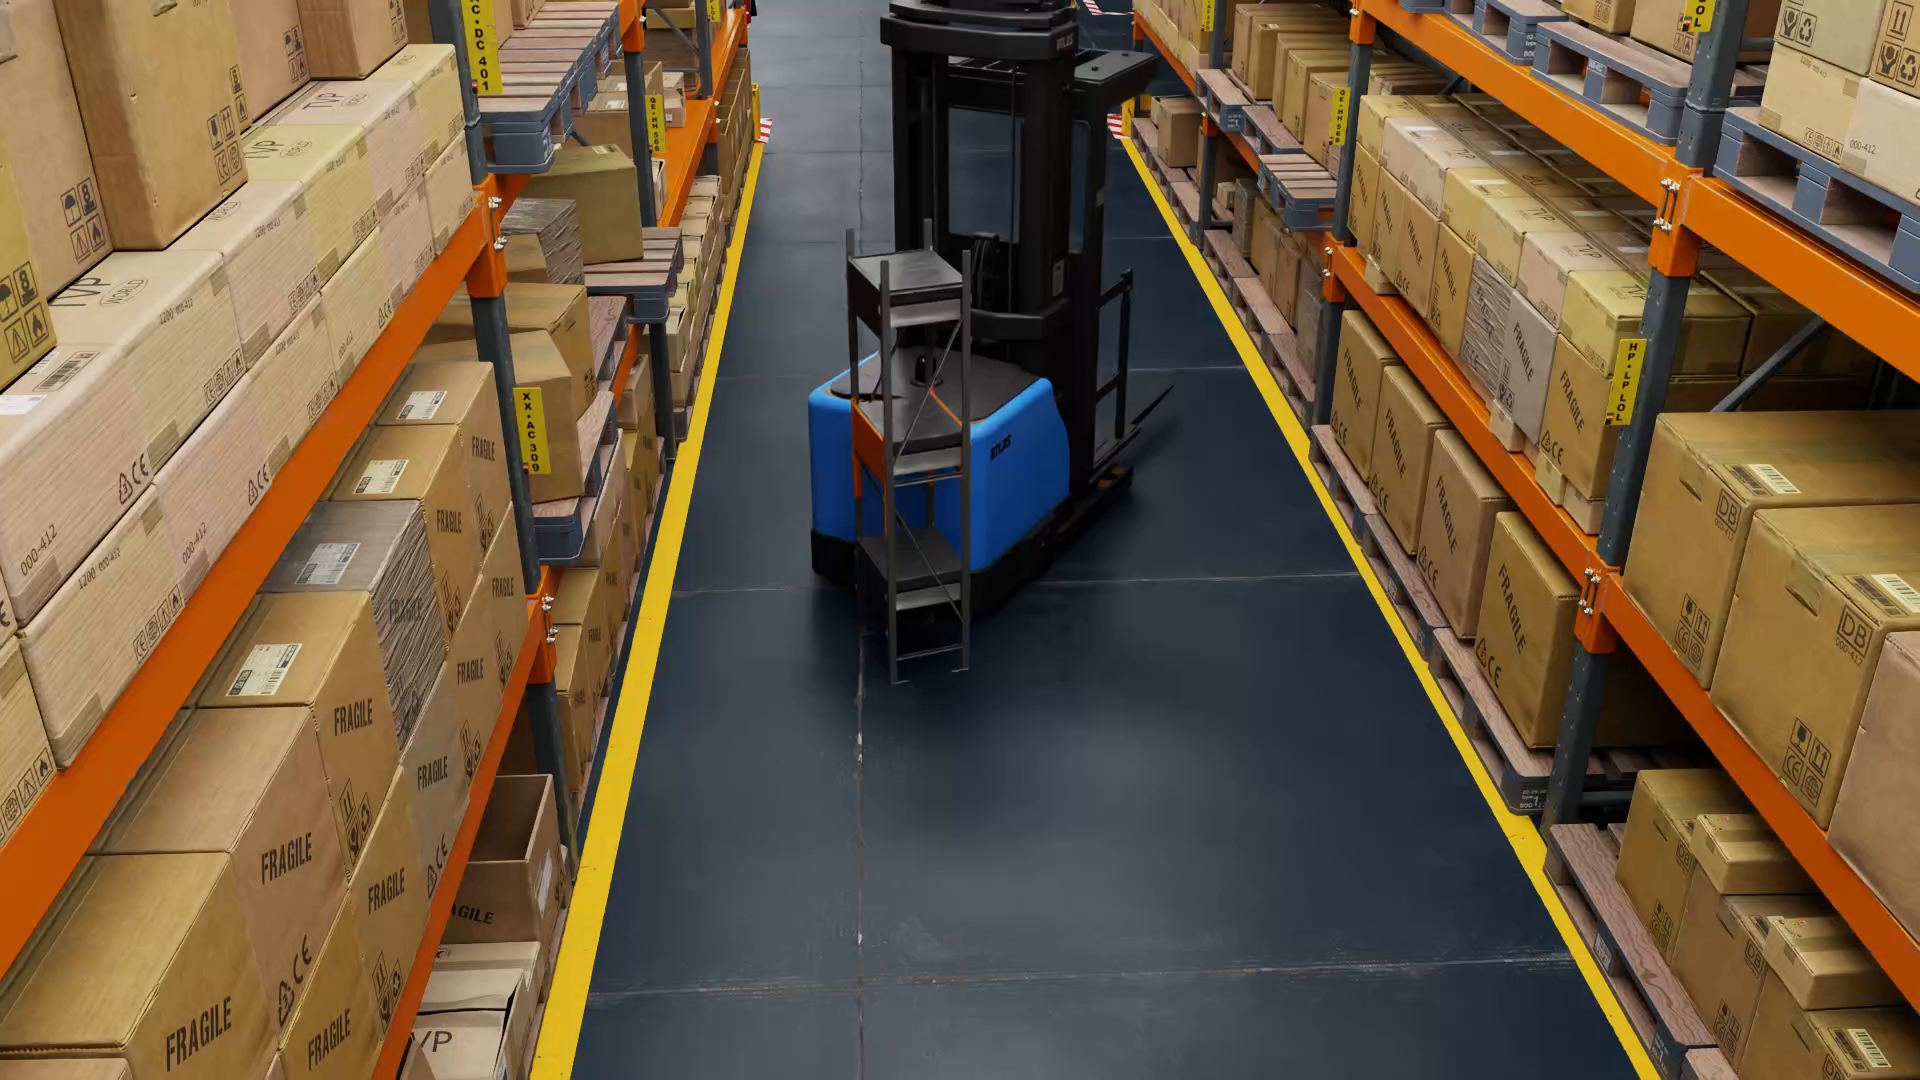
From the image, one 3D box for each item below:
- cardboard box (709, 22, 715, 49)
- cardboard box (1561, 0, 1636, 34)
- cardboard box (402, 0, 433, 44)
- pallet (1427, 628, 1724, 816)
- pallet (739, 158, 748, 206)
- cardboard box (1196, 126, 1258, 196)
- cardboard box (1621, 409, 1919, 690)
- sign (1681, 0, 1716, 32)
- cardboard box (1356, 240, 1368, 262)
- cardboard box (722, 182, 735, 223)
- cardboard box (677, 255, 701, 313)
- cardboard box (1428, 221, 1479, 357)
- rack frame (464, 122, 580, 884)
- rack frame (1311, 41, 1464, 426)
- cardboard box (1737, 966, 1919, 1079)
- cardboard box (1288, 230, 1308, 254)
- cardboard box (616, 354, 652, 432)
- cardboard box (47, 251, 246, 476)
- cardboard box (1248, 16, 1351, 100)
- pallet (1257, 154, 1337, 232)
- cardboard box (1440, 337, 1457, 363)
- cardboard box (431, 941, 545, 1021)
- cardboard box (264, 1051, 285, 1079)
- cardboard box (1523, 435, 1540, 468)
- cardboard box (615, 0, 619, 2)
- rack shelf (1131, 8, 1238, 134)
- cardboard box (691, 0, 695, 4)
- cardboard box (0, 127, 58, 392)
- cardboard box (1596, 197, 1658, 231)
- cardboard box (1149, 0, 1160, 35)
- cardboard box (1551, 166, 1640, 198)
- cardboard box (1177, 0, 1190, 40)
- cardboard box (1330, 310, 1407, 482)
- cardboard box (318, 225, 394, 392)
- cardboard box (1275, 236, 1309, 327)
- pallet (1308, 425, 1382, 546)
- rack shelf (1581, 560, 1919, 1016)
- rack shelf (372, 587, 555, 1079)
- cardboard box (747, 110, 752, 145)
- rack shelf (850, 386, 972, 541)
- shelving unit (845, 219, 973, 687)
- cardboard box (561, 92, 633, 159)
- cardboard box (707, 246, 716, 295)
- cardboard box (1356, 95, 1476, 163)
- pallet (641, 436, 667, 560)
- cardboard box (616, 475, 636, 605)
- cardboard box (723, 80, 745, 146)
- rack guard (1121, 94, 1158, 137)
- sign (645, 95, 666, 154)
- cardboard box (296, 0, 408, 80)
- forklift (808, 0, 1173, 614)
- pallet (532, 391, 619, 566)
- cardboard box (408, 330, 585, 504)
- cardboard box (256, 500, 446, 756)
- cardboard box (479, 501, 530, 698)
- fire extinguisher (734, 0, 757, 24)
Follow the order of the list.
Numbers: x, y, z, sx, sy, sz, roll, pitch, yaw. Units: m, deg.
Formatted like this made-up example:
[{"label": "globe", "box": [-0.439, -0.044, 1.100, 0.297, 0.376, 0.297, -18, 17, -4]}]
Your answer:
[{"label": "cardboard box", "box": [-2.567, -4.633, 14.781, 0.700, 0.500, 0.500, -1, 28, -1]}, {"label": "cardboard box", "box": [2.881, -2.333, 6.652, 0.700, 0.500, 0.500, -2, 28, -4]}, {"label": "cardboard box", "box": [-1.988, -1.817, 5.576, 0.600, 0.600, 0.600, -4, 28, -8]}, {"label": "pallet", "box": [2.795, 0.783, 7.521, 1.003, 0.211, 1.213, -1, 28, -3]}, {"label": "pallet", "box": [-2.520, -3.369, 15.481, 1.003, 0.211, 1.213, -1, 28, -3]}, {"label": "cardboard box", "box": [2.399, -3.359, 14.673, 0.500, 0.500, 0.500, -3, 28, -7]}, {"label": "cardboard box", "box": [2.923, 0.019, 5.646, 0.980, 0.700, 0.700, -1, 28, -2]}, {"label": "sign", "box": [2.370, -1.780, 5.276, 0.100, 0.325, 0.005, -1, 28, -3]}, {"label": "cardboard box", "box": [2.488, -1.686, 9.489, 0.380, 0.149, 0.250, -2, 28, -3]}, {"label": "cardboard box", "box": [-2.175, -2.861, 14.010, 0.500, 0.250, 0.500, -1, 28, -3]}, {"label": "cardboard box", "box": [-2.039, -1.768, 11.308, 0.500, 0.311, 0.500, -2, 28, -4]}, {"label": "cardboard box", "box": [2.550, -1.189, 7.835, 0.500, 0.500, 0.500, -1, 28, -1]}, {"label": "rack frame", "box": [-2.036, 0.022, 5.964, 1.000, 3.000, 0.127, -1, 28, -3]}, {"label": "rack frame", "box": [2.702, -1.946, 9.738, 1.000, 3.000, 0.127, -1, 28, -3]}, {"label": "cardboard box", "box": [2.895, 1.640, 5.111, 0.700, 0.500, 0.500, -1, 28, -1]}, {"label": "cardboard box", "box": [2.613, -2.199, 11.639, 0.500, 0.250, 0.500, -2, 28, -3]}, {"label": "cardboard box", "box": [-1.954, -0.792, 8.941, 0.500, 0.250, 0.500, 0, 28, -1]}, {"label": "cardboard box", "box": [-1.645, -0.321, 3.000, 0.500, 0.250, 0.500, -1, 28, -3]}, {"label": "cardboard box", "box": [2.508, -3.539, 12.207, 0.700, 0.500, 0.500, 1, 28, 3]}, {"label": "pallet", "box": [2.559, -2.188, 10.408, 1.213, 0.211, 1.003, -1, 28, -3]}, {"label": "cardboard box", "box": [2.579, -0.978, 8.131, 0.380, 0.149, 0.250, -1, 28, -2]}, {"label": "cardboard box", "box": [-1.643, 1.519, 5.700, 0.380, 0.149, 0.250, -1, 28, -3]}, {"label": "cardboard box", "box": [-1.619, 1.376, 3.260, 0.500, 0.500, 0.500, -2, 28, -3]}, {"label": "cardboard box", "box": [2.605, -0.382, 6.990, 0.380, 0.149, 0.250, -1, 28, -1]}, {"label": "cardboard box", "box": [-2.188, -2.999, 8.404, 0.910, 0.500, 0.500, -1, 28, -3]}, {"label": "rack shelf", "box": [2.389, -4.398, 15.217, 1.077, 0.370, 4.000, -1, 28, -3]}, {"label": "cardboard box", "box": [-2.287, -4.249, 13.343, 0.380, 0.149, 0.250, -1, 28, -2]}, {"label": "cardboard box", "box": [-1.812, -0.418, 2.375, 0.700, 0.500, 0.500, -1, 28, -3]}, {"label": "cardboard box", "box": [3.082, -1.308, 7.252, 0.500, 0.250, 0.500, -2, 28, -4]}, {"label": "cardboard box", "box": [2.055, -4.875, 15.494, 0.500, 0.250, 0.500, -2, 28, -3]}, {"label": "cardboard box", "box": [3.059, -1.549, 7.714, 0.500, 0.250, 0.500, -2, 28, -4]}, {"label": "cardboard box", "box": [2.128, -4.510, 13.982, 0.500, 0.500, 0.500, -2, 28, -3]}, {"label": "cardboard box", "box": [2.610, -0.837, 9.481, 0.750, 0.750, 0.750, -2, 28, -3]}, {"label": "cardboard box", "box": [-1.695, -0.561, 4.001, 0.500, 0.250, 0.500, -1, 28, -3]}, {"label": "cardboard box", "box": [2.647, -1.834, 11.749, 0.700, 0.500, 0.500, -2, 28, -3]}, {"label": "pallet", "box": [2.668, -0.344, 9.681, 1.003, 0.211, 1.213, -1, 28, -3]}, {"label": "rack shelf", "box": [3.015, 1.144, 4.592, 1.077, 0.370, 4.000, -1, 28, -3]}, {"label": "rack shelf", "box": [-1.931, 1.265, 4.359, 1.077, 0.370, 4.000, -1, 28, -3]}, {"label": "cardboard box", "box": [-2.301, -4.015, 16.224, 0.500, 0.250, 0.500, -1, 28, -3]}, {"label": "rack shelf", "box": [-0.231, -0.362, 7.704, 0.431, 0.518, 0.480, -10, 29, -18]}, {"label": "shelving unit", "box": [-0.231, -0.375, 7.698, 0.431, 2.100, 0.503, -10, 29, -18]}, {"label": "cardboard box", "box": [-2.349, -2.644, 10.967, 0.500, 0.500, 0.500, -3, 28, -5]}, {"label": "cardboard box", "box": [-2.091, -1.985, 12.331, 0.500, 0.250, 0.500, -1, 28, -2]}, {"label": "cardboard box", "box": [2.470, -2.235, 9.029, 0.500, 0.250, 0.500, -1, 28, -1]}, {"label": "pallet", "box": [-2.243, -0.243, 9.487, 1.003, 0.211, 1.213, -1, 28, -3]}, {"label": "cardboard box", "box": [-1.901, -0.004, 8.242, 0.500, 0.500, 0.500, -2, 28, -5]}, {"label": "cardboard box", "box": [-2.245, -3.886, 15.166, 0.500, 0.500, 0.500, -1, 28, -3]}, {"label": "rack guard", "box": [2.288, -4.497, 17.332, 1.175, 0.500, 0.348, -1, 28, -3]}, {"label": "sign", "box": [-1.703, -2.321, 9.289, 0.100, 0.325, 0.005, -1, 28, -3]}, {"label": "cardboard box", "box": [-1.972, -1.572, 4.587, 0.700, 0.500, 0.500, -1, 28, -3]}, {"label": "forklift", "box": [0.361, -1.575, 9.100, 1.130, 2.935, 3.031, 14, 31, 25]}, {"label": "pallet", "box": [-1.968, -0.264, 6.721, 1.003, 0.211, 1.213, -1, 28, -3]}, {"label": "cardboard box", "box": [-1.837, -0.432, 6.273, 0.700, 0.500, 0.500, -11, 29, -20]}, {"label": "cardboard box", "box": [-1.695, 0.231, 4.374, 0.500, 0.500, 0.500, -1, 28, -2]}, {"label": "cardboard box", "box": [-1.753, 0.203, 5.510, 0.500, 0.500, 0.500, -1, 28, -2]}, {"label": "fire extinguisher", "box": [-2.205, -5.551, 16.733, 0.296, 0.674, 0.183, -1, 28, -3]}]
